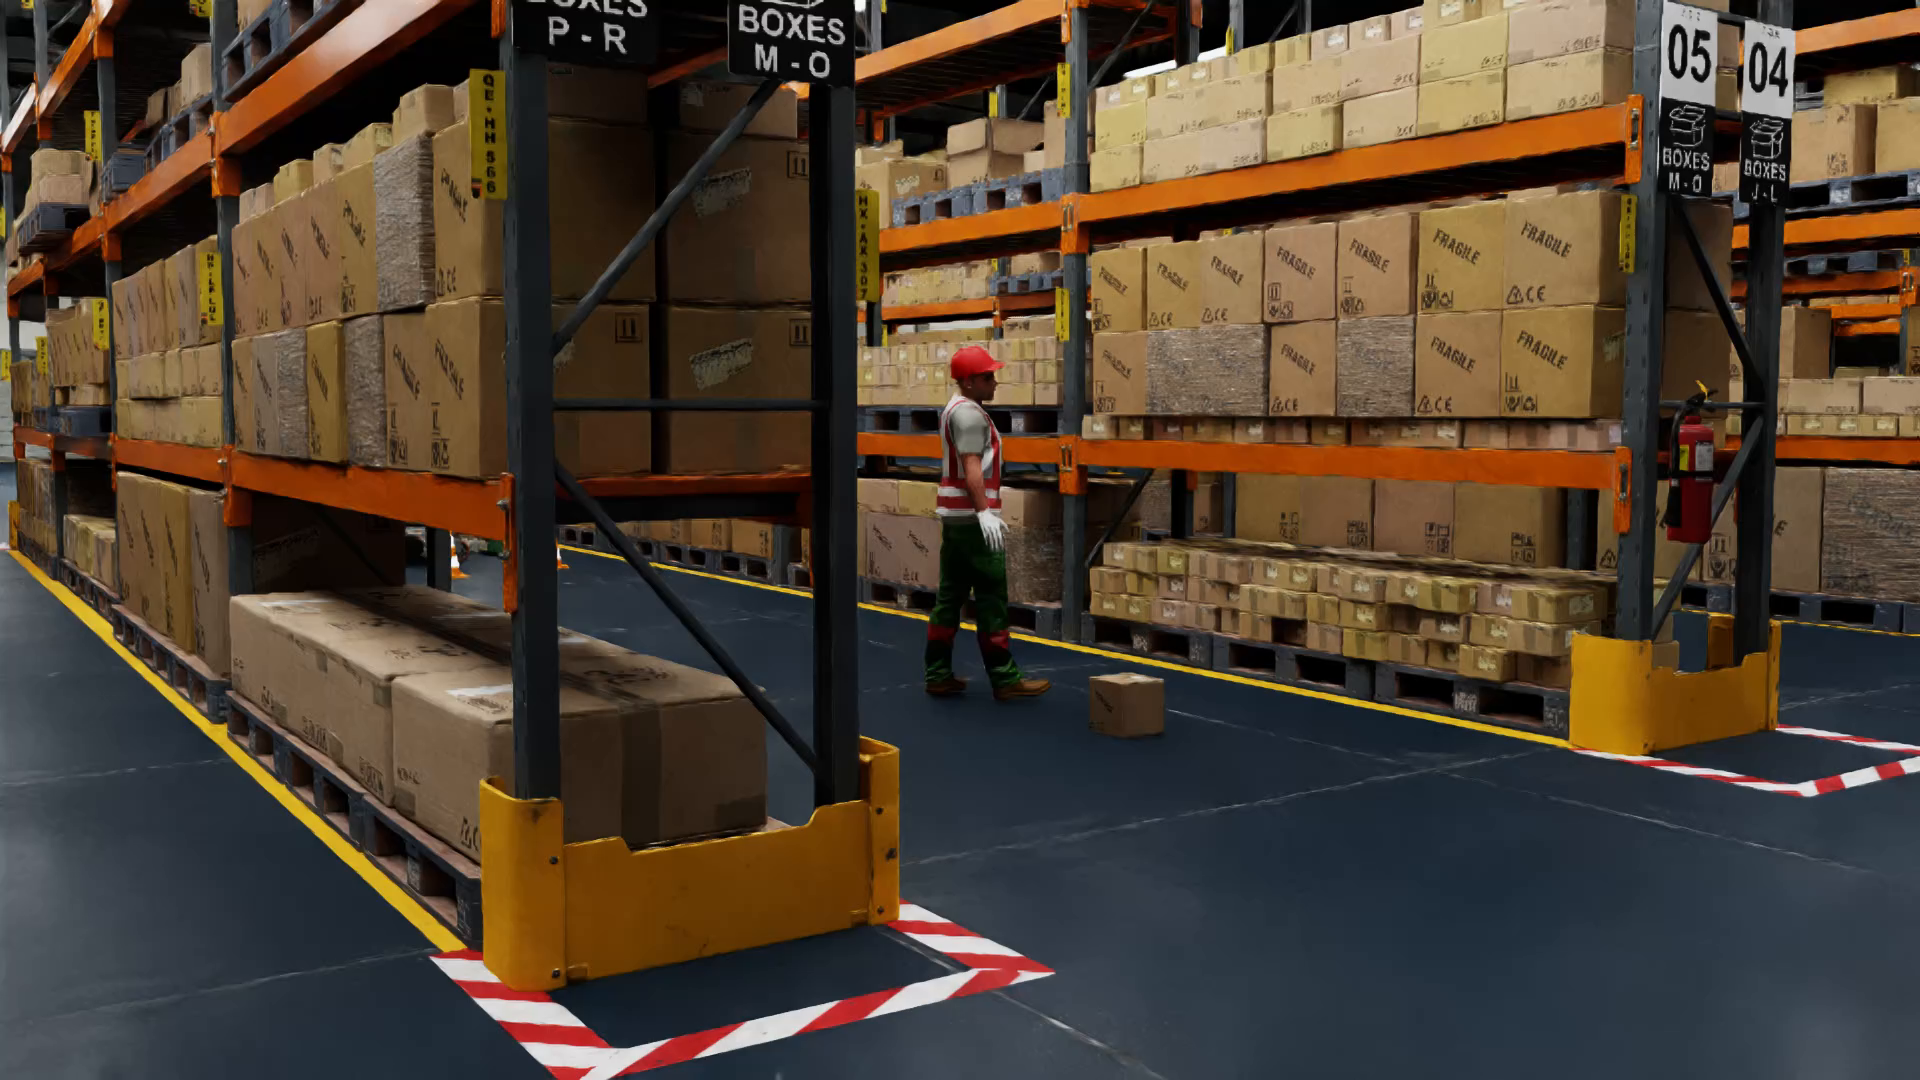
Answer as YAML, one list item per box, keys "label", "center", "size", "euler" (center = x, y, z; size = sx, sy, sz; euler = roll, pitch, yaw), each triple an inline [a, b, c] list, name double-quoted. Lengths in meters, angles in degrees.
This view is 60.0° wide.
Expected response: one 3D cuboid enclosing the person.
- label: "person"
  center: [0.145, -0.091, 8.451]
  size: [0.607, 1.785, 0.757]
  euler: [-1, 5, -13]
